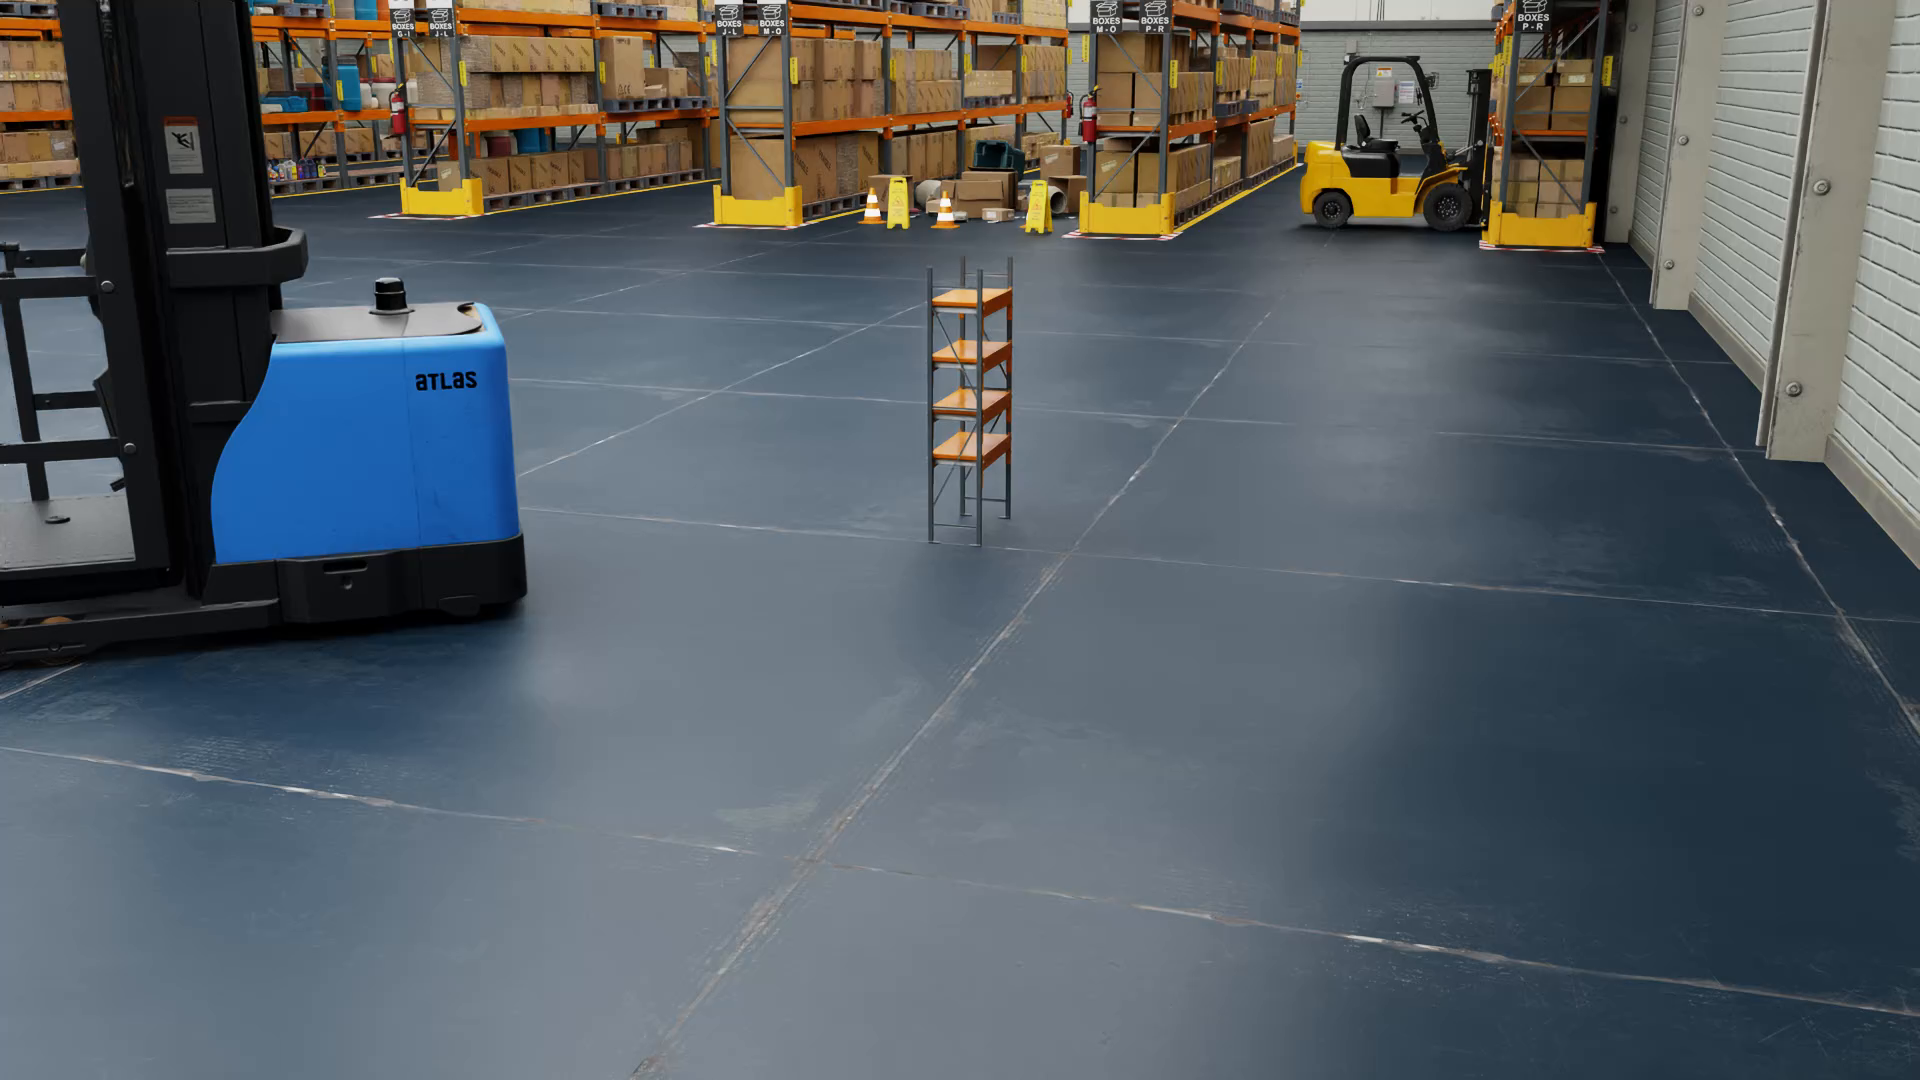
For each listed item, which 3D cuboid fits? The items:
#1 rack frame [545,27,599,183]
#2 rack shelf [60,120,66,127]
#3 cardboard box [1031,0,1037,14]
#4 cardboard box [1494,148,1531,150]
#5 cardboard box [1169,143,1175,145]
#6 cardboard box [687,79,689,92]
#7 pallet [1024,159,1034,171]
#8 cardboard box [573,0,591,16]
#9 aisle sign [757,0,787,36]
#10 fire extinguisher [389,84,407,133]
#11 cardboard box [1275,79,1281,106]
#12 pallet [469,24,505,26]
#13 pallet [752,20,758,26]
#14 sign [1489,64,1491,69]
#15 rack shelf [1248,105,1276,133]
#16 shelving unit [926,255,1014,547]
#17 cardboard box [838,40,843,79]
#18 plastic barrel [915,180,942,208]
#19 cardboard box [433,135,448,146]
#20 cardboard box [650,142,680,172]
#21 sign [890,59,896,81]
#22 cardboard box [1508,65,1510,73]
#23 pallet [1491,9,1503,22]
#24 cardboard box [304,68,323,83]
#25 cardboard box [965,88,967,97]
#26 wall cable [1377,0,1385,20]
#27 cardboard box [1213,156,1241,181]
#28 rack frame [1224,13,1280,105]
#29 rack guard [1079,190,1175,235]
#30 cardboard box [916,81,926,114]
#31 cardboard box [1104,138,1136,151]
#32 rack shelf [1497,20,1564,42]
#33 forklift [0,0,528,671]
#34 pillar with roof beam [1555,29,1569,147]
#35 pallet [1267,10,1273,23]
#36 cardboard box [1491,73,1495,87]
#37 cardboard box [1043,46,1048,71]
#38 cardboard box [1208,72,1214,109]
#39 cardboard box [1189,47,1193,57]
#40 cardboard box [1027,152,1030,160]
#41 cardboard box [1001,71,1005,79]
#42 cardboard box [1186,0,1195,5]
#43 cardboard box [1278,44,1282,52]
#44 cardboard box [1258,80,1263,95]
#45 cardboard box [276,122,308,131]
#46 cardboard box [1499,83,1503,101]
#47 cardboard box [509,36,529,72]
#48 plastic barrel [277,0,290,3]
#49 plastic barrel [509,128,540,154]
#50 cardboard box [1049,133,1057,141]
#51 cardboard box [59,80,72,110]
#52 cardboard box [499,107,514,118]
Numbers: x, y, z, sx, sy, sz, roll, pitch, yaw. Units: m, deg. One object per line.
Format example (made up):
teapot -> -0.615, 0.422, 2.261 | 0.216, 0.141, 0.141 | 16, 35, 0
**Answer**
rack frame -> -6.274, -7.139, 27.003 | 0.949, 2.616, 0.053 | 5, 16, 16
rack shelf -> -15.206, -8.086, 31.659 | 1.077, 0.370, 4.000 | 5, 16, 16
cardboard box -> 1.236, -10.670, 33.314 | 0.500, 0.250, 0.500 | 5, 16, 16
cardboard box -> 7.391, -5.112, 22.293 | 0.500, 0.250, 0.500 | 5, 16, 16
cardboard box -> 2.798, -5.478, 24.040 | 0.500, 0.500, 0.500 | 5, 17, 19
cardboard box -> -5.238, -8.383, 31.203 | 0.500, 0.500, 0.500 | 5, 17, 18
pallet -> 0.880, -7.658, 33.943 | 1.003, 0.211, 1.213 | 5, 16, 16
cardboard box -> -6.157, -8.371, 26.123 | 0.500, 0.250, 0.500 | 5, 17, 18
aisle sign -> -2.420, -6.891, 21.363 | 0.394, 0.787, 0.004 | 5, 16, 16
fire extinguisher -> -7.888, -6.062, 23.345 | 0.296, 0.674, 0.183 | 5, 16, 16
cardboard box -> 5.882, -8.615, 32.021 | 0.500, 0.500, 0.500 | 5, 17, 18
pallet -> -9.578, -10.115, 32.343 | 1.003, 0.211, 1.213 | 5, 16, 16
pallet -> -4.217, -10.340, 33.141 | 0.805, 0.209, 1.217 | 4, 16, 14
sign -> 10.874, -9.585, 34.040 | 0.100, 0.325, 0.005 | 5, 16, 16
rack shelf -> 4.929, -7.595, 29.927 | 1.077, 0.370, 4.000 | 5, 16, 16
shelving unit -> 0.047, -0.621, 7.318 | 0.258, 1.200, 0.503 | 5, 16, 16
cardboard box -> -2.162, -6.804, 23.565 | 0.875, 0.550, 0.500 | 5, 16, 16
plastic barrel -> -0.402, -5.073, 24.440 | 0.421, 0.421, 0.512 | -10, 19, -32
cardboard box -> -12.581, -9.530, 39.663 | 0.500, 0.250, 0.500 | 5, 16, 16
cardboard box -> -5.457, -6.872, 29.836 | 0.700, 0.500, 0.500 | 3, 16, 11
sign -> -1.018, -7.141, 25.275 | 0.100, 0.325, 0.005 | 5, 16, 16
cardboard box -> 6.946, -5.828, 20.461 | 0.380, 0.149, 0.250 | 5, 17, 17
pallet -> 10.005, -9.268, 29.354 | 1.213, 0.211, 1.003 | 5, 16, 16
cardboard box -> -13.944, -9.785, 35.377 | 0.700, 0.500, 0.500 | 1, 16, 2
cardboard box -> -0.093, -7.958, 29.579 | 0.380, 0.149, 0.250 | 4, 16, 15
wall cable -> 11.361, -13.640, 38.859 | 2.988, 3.039, 0.133 | 5, 16, 16
cardboard box -> 4.191, -6.208, 27.767 | 0.950, 0.372, 0.625 | 3, 16, 12
rack frame -> 5.498, -8.464, 31.674 | 1.000, 3.000, 0.127 | 5, 16, 16
rack guard -> 2.109, -4.142, 21.016 | 1.175, 0.500, 0.348 | 5, 16, 16
cardboard box -> -0.856, -7.156, 26.879 | 0.500, 0.500, 0.500 | 5, 16, 16
cardboard box -> 2.105, -5.208, 21.899 | 0.380, 0.149, 0.250 | 5, 17, 17
rack shelf -> 9.689, -8.654, 28.164 | 1.077, 0.370, 4.000 | 5, 16, 16
forklift -> -3.225, -1.119, 5.902 | 3.031, 2.935, 1.130 | -5, 17, -18
pillar with roof beam -> 8.897, -12.982, 36.608 | 9.100, 9.000, 0.400 | 5, 16, 16
pallet -> 5.284, -9.571, 30.431 | 0.805, 0.209, 1.217 | 4, 16, 14
cardboard box -> 9.535, -7.880, 28.662 | 0.700, 0.500, 0.500 | 5, 16, 16
cardboard box -> 1.538, -9.993, 34.504 | 0.500, 0.500, 0.500 | 4, 16, 14
cardboard box -> 3.336, -6.427, 23.762 | 0.500, 0.500, 0.500 | 4, 16, 14
cardboard box -> 3.322, -7.396, 25.221 | 0.380, 0.149, 0.250 | 4, 16, 14
cardboard box -> 1.210, -7.792, 33.759 | 0.380, 0.149, 0.250 | 5, 17, 18
cardboard box -> 0.645, -8.931, 31.920 | 0.380, 0.149, 0.250 | 4, 16, 14
cardboard box -> 2.856, -7.047, 21.640 | 0.380, 0.149, 0.250 | 5, 17, 17
cardboard box -> 6.055, -9.567, 32.356 | 0.380, 0.149, 0.250 | 5, 16, 15
cardboard box -> 5.043, -7.964, 29.269 | 0.500, 0.250, 0.500 | 5, 16, 16
cardboard box -> -14.298, -8.871, 35.509 | 0.500, 0.250, 0.500 | 4, 16, 15
cardboard box -> 7.879, -6.304, 23.416 | 0.500, 0.250, 0.500 | 4, 16, 15
cardboard box -> -6.707, -7.149, 24.477 | 0.500, 0.500, 0.500 | 5, 16, 16
plastic barrel -> -11.337, -9.125, 27.533 | 0.421, 0.512, 0.421 | 0, 16, 0
plastic barrel -> -9.125, -8.483, 34.816 | 0.600, 0.901, 0.708 | 5, 16, 16
cardboard box -> 1.874, -8.688, 35.827 | 0.380, 0.149, 0.250 | 4, 16, 15
cardboard box -> -15.894, -7.840, 29.291 | 0.700, 0.500, 0.500 | 4, 16, 14
cardboard box -> -6.801, -6.288, 24.463 | 0.380, 0.149, 0.250 | 5, 16, 16
